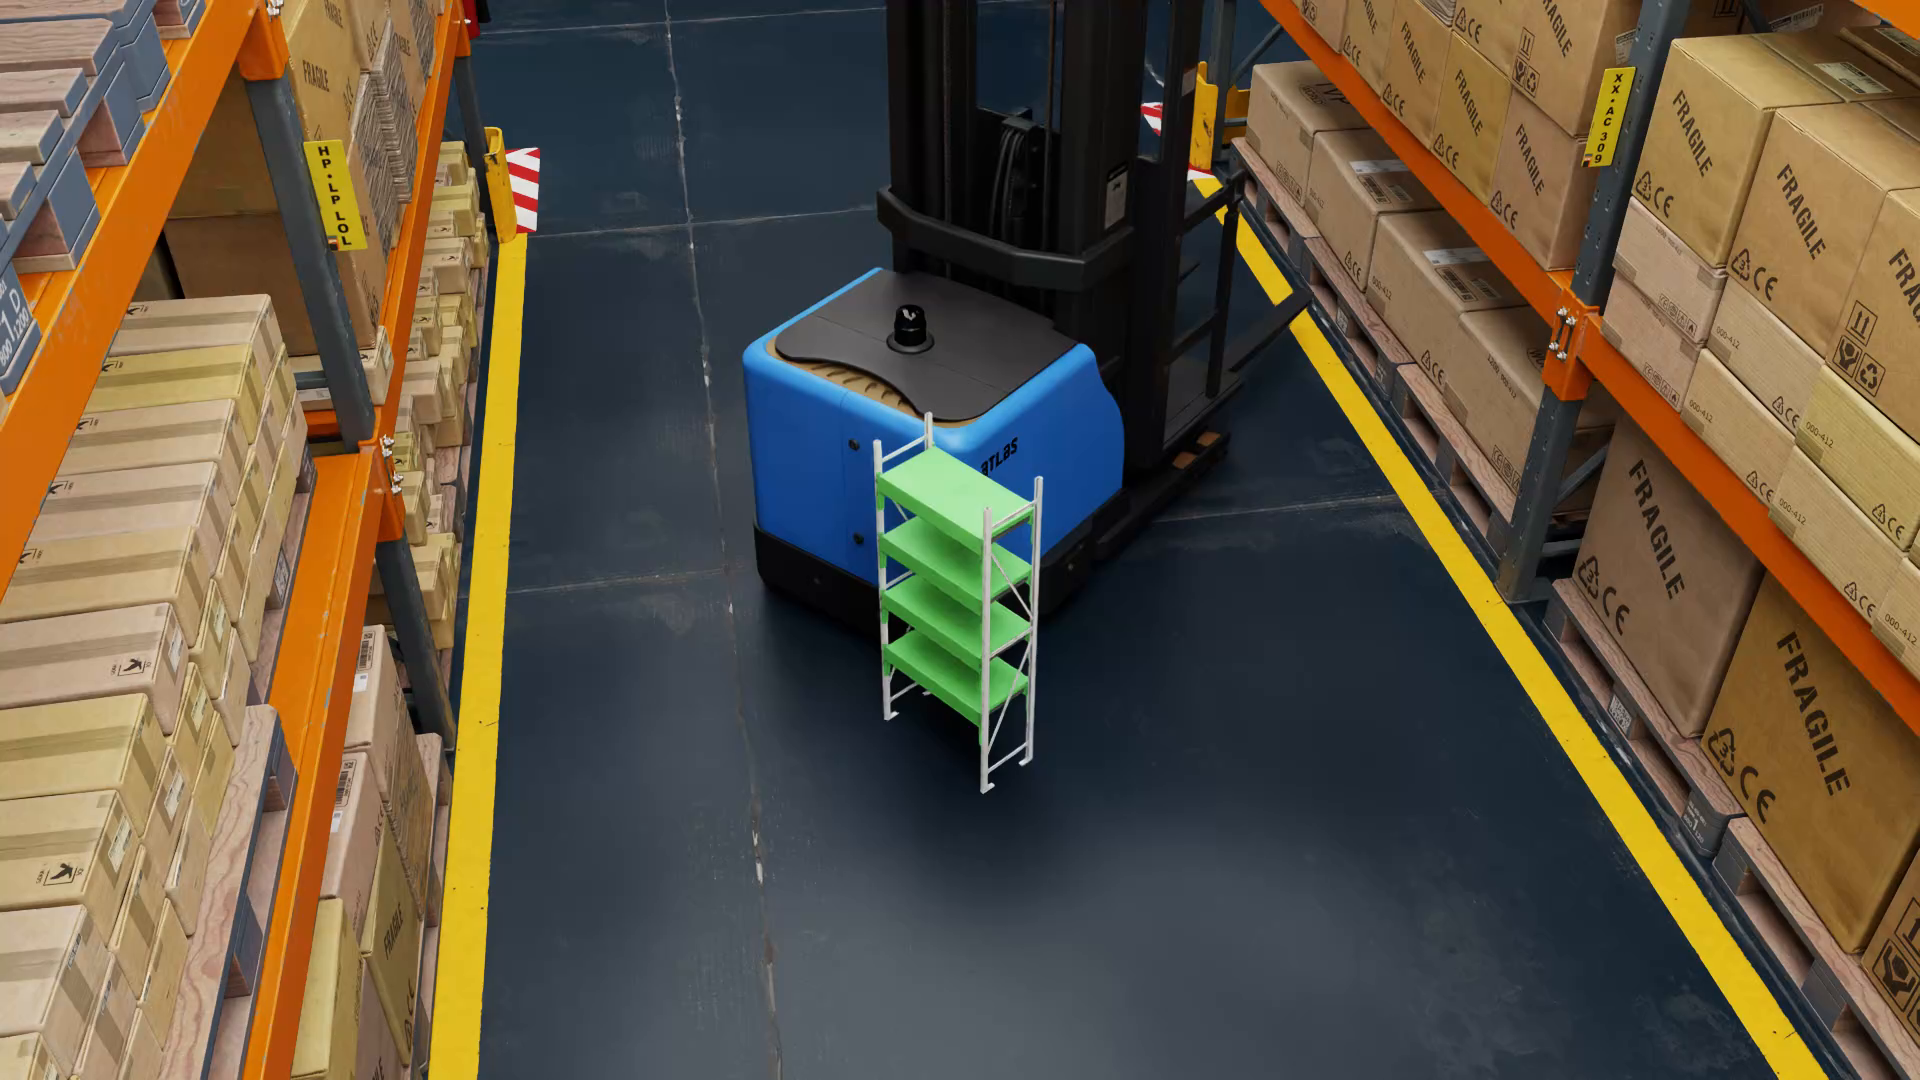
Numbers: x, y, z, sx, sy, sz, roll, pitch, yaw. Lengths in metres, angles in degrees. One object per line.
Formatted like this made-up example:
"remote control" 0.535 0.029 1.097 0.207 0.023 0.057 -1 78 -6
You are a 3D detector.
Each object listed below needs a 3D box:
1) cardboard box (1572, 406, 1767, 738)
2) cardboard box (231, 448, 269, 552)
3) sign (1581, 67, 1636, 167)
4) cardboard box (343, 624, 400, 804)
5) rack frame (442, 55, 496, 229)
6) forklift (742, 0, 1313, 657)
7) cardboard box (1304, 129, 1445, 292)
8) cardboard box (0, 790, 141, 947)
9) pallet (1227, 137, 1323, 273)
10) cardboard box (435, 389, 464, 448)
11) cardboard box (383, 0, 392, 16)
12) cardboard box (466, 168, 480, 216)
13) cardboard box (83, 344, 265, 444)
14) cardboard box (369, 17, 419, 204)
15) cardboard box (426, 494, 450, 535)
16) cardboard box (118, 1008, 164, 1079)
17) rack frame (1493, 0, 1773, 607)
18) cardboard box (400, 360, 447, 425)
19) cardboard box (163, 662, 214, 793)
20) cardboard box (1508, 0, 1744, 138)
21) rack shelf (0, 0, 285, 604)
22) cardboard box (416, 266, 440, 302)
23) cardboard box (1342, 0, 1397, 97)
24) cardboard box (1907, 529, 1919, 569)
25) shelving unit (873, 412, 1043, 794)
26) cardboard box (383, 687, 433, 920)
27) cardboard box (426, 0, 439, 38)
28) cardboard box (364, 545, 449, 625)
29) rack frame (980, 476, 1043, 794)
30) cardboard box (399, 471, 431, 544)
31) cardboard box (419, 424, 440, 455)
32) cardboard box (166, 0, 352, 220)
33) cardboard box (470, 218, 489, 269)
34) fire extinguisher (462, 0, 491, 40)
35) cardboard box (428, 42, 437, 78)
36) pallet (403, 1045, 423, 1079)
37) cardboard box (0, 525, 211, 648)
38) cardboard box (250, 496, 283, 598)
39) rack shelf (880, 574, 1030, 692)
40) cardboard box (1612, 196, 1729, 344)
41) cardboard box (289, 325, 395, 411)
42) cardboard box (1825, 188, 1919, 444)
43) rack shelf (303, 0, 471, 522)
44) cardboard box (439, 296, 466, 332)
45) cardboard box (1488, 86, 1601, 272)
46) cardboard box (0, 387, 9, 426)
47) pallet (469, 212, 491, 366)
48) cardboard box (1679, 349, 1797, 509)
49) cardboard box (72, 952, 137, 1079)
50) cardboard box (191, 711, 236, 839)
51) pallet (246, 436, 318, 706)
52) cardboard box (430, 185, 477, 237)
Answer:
"cardboard box" 2.780 0.020 5.669 0.875 0.875 0.875 -5 38 -7
"cardboard box" -1.911 -0.082 4.030 0.380 0.149 0.250 -5 38 -6
"sign" 2.046 -1.332 5.249 0.100 0.325 0.005 -6 38 -8
"cardboard box" -1.884 0.522 4.717 0.500 0.250 0.500 -7 38 -9
"rack frame" -2.965 -2.842 7.963 1.000 3.000 0.127 -6 38 -8
"forklift" 0.498 -1.528 6.328 1.130 2.935 3.031 25 44 28
"cardboard box" 2.274 -1.650 8.175 0.875 0.438 0.875 -5 38 -7
"cardboard box" -1.685 0.595 2.917 0.380 0.149 0.250 -5 38 -7
"pallet" 2.108 -1.860 8.972 1.003 0.211 1.213 -6 38 -8
"cardboard box" -2.279 -0.500 6.930 0.380 0.149 0.250 -7 38 -9
"cardboard box" -2.355 -2.206 6.005 0.500 0.500 0.500 -7 38 -10
"cardboard box" -2.591 -1.711 8.247 0.380 0.149 0.250 -7 38 -9
"cardboard box" -1.953 -0.344 4.125 0.380 0.149 0.250 -7 38 -9
"cardboard box" -2.249 -1.515 5.932 0.500 0.500 0.500 -7 38 -9
"cardboard box" -2.153 -0.026 6.320 0.380 0.149 0.250 -6 38 -8
"cardboard box" -1.635 0.983 2.902 0.380 0.149 0.250 -5 38 -6
"rack frame" 2.592 -1.019 5.617 1.000 3.000 0.127 -6 38 -8
"cardboard box" -2.235 -0.569 6.534 0.380 0.149 0.250 -5 38 -7
"cardboard box" -1.765 0.405 3.404 0.380 0.149 0.250 -6 38 -8
"cardboard box" 2.237 -1.709 5.608 0.500 0.500 0.500 -7 38 -8
"rack shelf" -1.913 -0.118 2.599 1.077 0.370 4.000 -6 38 -8
"cardboard box" -2.443 -1.033 7.131 0.380 0.149 0.250 -7 38 -9
"cardboard box" 1.984 -2.242 7.109 0.500 0.500 0.500 -5 38 -6
"cardboard box" 2.664 0.063 3.938 0.500 0.250 0.500 -7 38 -9
"shelving unit" -0.010 0.226 5.482 0.258 1.200 0.503 -31 47 -33
"cardboard box" -1.886 0.815 4.951 0.500 0.500 0.500 -7 38 -9
"cardboard box" -2.547 -2.444 7.126 0.500 0.500 0.500 -7 38 -9
"cardboard box" -2.012 0.163 5.834 0.380 0.149 0.250 -5 38 -6
"rack frame" 0.160 0.333 5.343 0.240 1.200 0.015 -31 47 -33
"cardboard box" -2.110 -0.104 5.935 0.380 0.149 0.250 -4 38 -6
"cardboard box" -2.293 -0.455 6.630 0.380 0.149 0.250 -5 38 -6
"cardboard box" -2.103 -1.277 4.809 0.500 0.500 0.500 -5 38 -7
"cardboard box" -2.522 -1.442 8.143 0.380 0.149 0.250 -5 38 -7
"fire extinguisher" -2.555 -2.866 8.361 0.296 0.674 0.183 -6 38 -8
"cardboard box" -2.496 -2.121 7.239 0.380 0.149 0.250 -5 38 -7
"pallet" -1.908 1.884 4.153 1.003 0.211 1.213 -6 38 -8
"cardboard box" -1.824 0.120 3.528 0.380 0.149 0.250 -7 38 -9
"cardboard box" -1.911 0.034 4.124 0.380 0.149 0.250 -6 38 -8
"rack shelf" -0.010 0.276 5.521 0.258 0.148 0.480 -31 47 -33
"cardboard box" 2.392 -0.862 5.129 0.500 0.250 0.500 -7 38 -9
"cardboard box" -1.991 -0.533 5.196 0.380 0.149 0.250 -5 38 -6
"cardboard box" 2.588 -0.550 4.116 0.500 0.500 0.500 -7 38 -9
"rack shelf" -2.614 -1.350 6.629 1.077 0.370 4.000 -6 38 -8
"cardboard box" -2.368 -0.929 7.240 0.380 0.149 0.250 -4 38 -6
"cardboard box" 2.259 -1.312 5.912 0.500 0.500 0.500 -6 38 -8
"cardboard box" -1.588 -0.210 2.049 0.500 0.500 0.500 -6 38 -8
"pallet" -2.844 -1.200 8.123 1.003 0.211 1.213 -6 38 -8
"cardboard box" 2.502 -0.354 4.882 0.500 0.250 0.500 -7 38 -9
"cardboard box" -1.636 0.865 2.812 0.380 0.149 0.250 -6 38 -8
"cardboard box" -1.768 0.512 3.508 0.380 0.149 0.250 -5 38 -6
"pallet" -2.273 0.127 4.298 1.003 0.211 1.213 -6 38 -8
"cardboard box" -2.465 -1.524 7.763 0.380 0.149 0.250 -7 38 -9
